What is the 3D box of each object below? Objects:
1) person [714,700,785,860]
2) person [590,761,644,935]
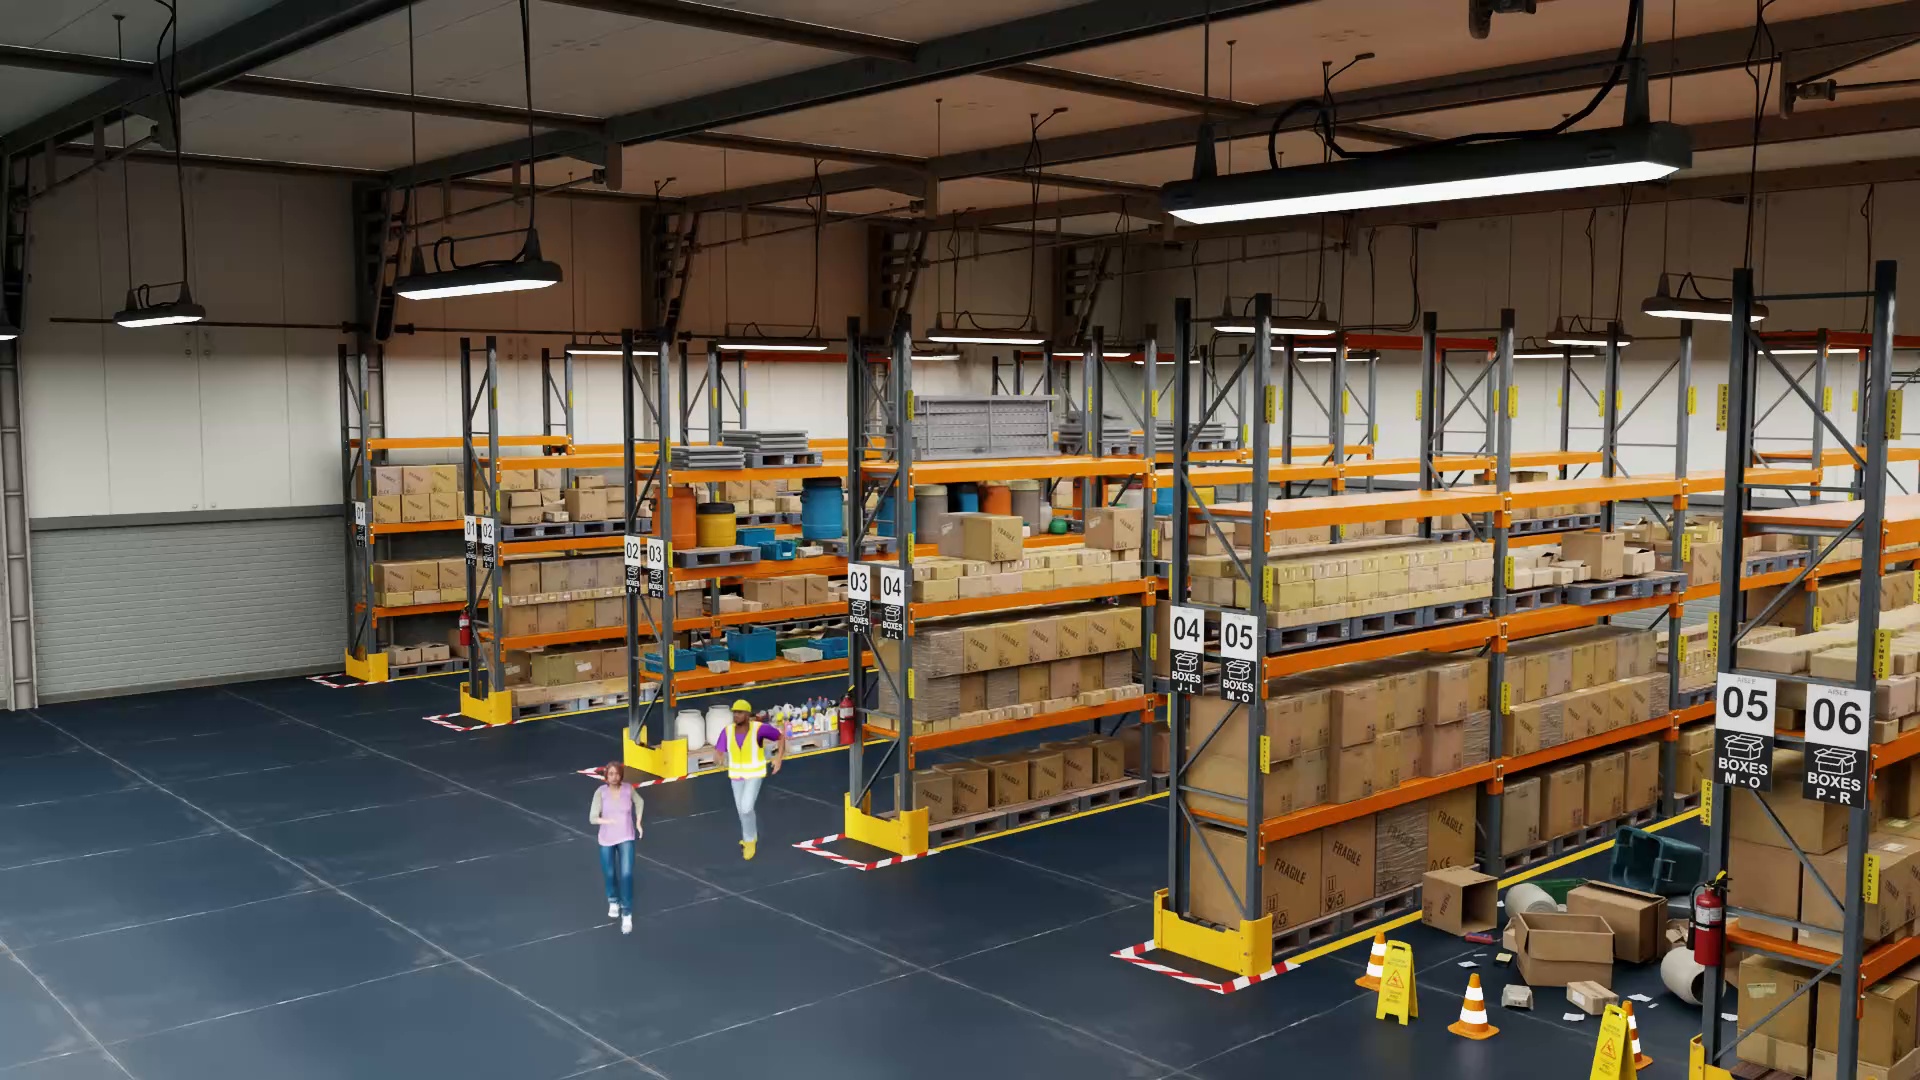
[{"bbox_3d":[-2.350,2.638,18.418,0.717,1.768,0.862,2,5,17],"label":"person"},{"bbox_3d":[-3.298,2.940,16.001,0.504,1.623,0.711,-1,5,-10],"label":"person"}]
